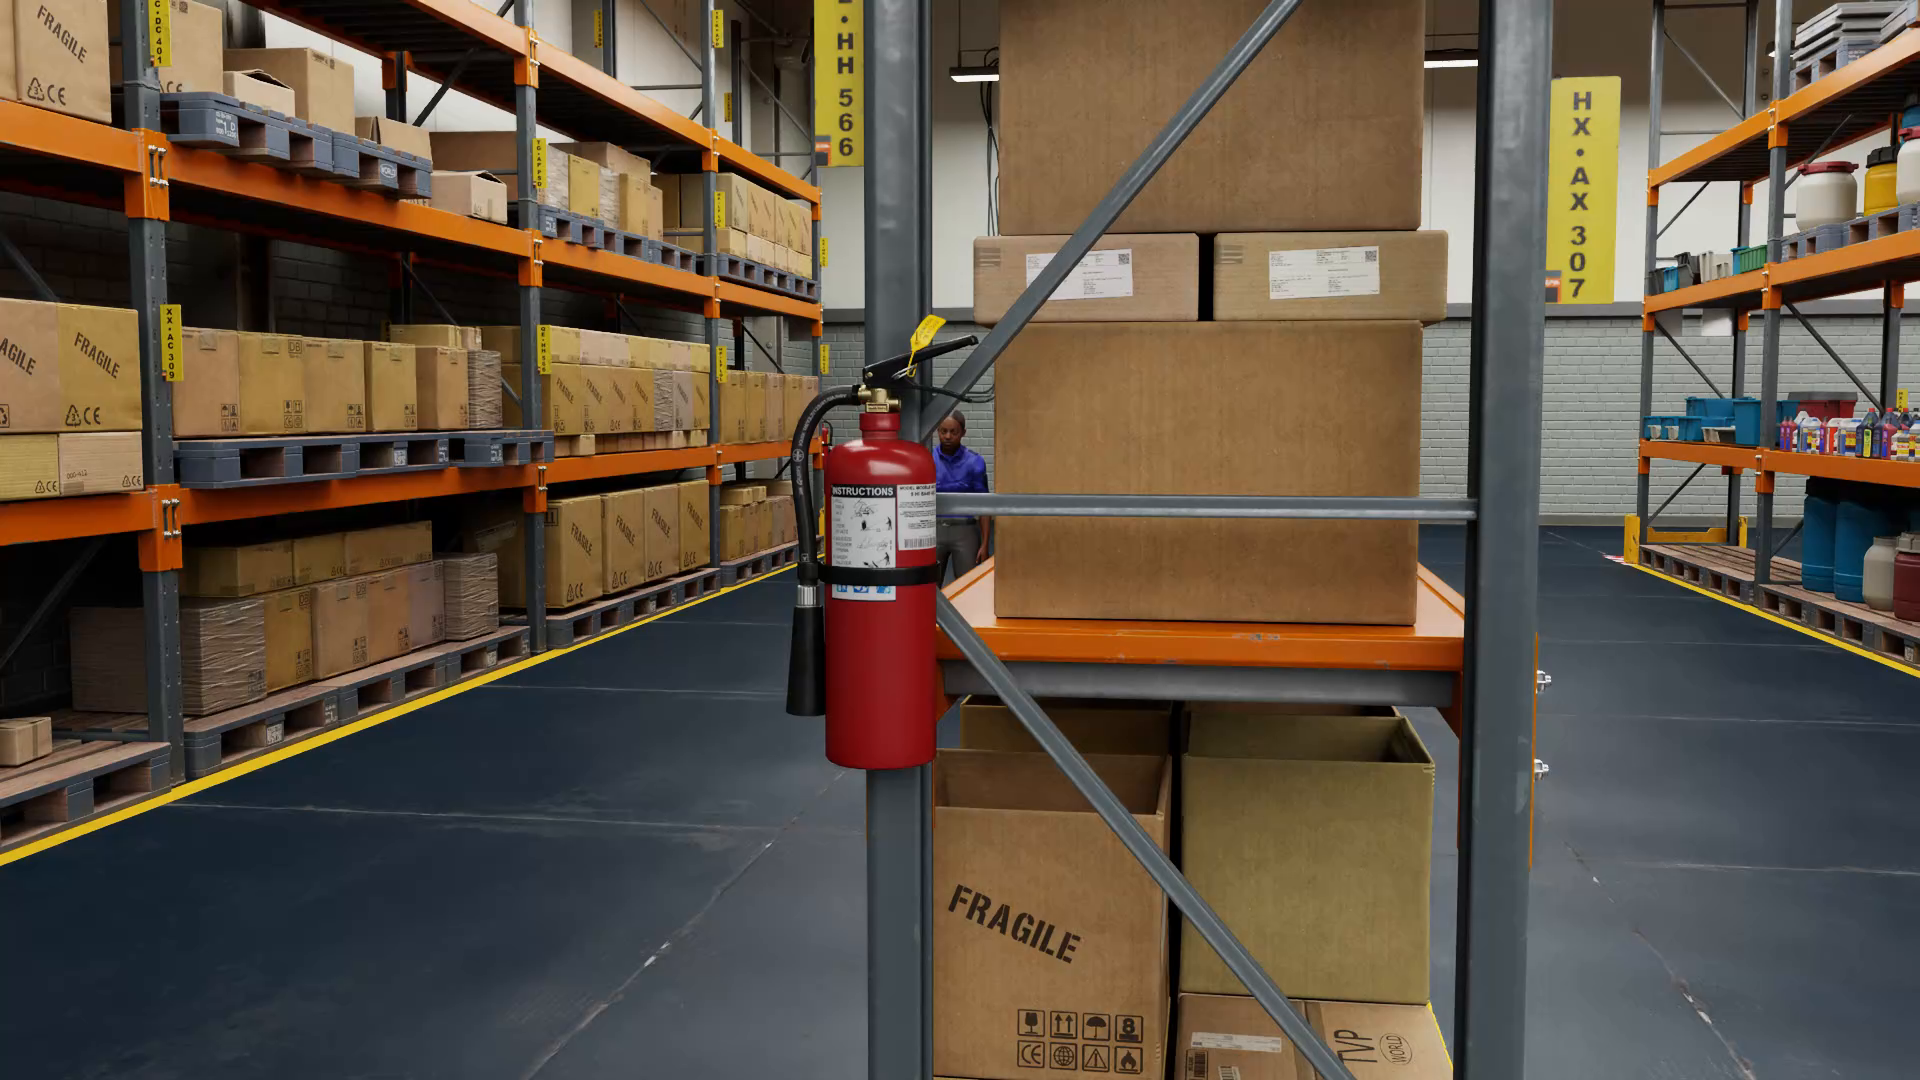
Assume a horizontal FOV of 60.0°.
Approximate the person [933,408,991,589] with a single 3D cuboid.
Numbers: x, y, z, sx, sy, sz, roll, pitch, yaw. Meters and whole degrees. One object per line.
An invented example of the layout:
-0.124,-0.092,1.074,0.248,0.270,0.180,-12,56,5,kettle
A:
-0.067,0.035,9.995,0.506,1.655,0.351,1,5,8,person
